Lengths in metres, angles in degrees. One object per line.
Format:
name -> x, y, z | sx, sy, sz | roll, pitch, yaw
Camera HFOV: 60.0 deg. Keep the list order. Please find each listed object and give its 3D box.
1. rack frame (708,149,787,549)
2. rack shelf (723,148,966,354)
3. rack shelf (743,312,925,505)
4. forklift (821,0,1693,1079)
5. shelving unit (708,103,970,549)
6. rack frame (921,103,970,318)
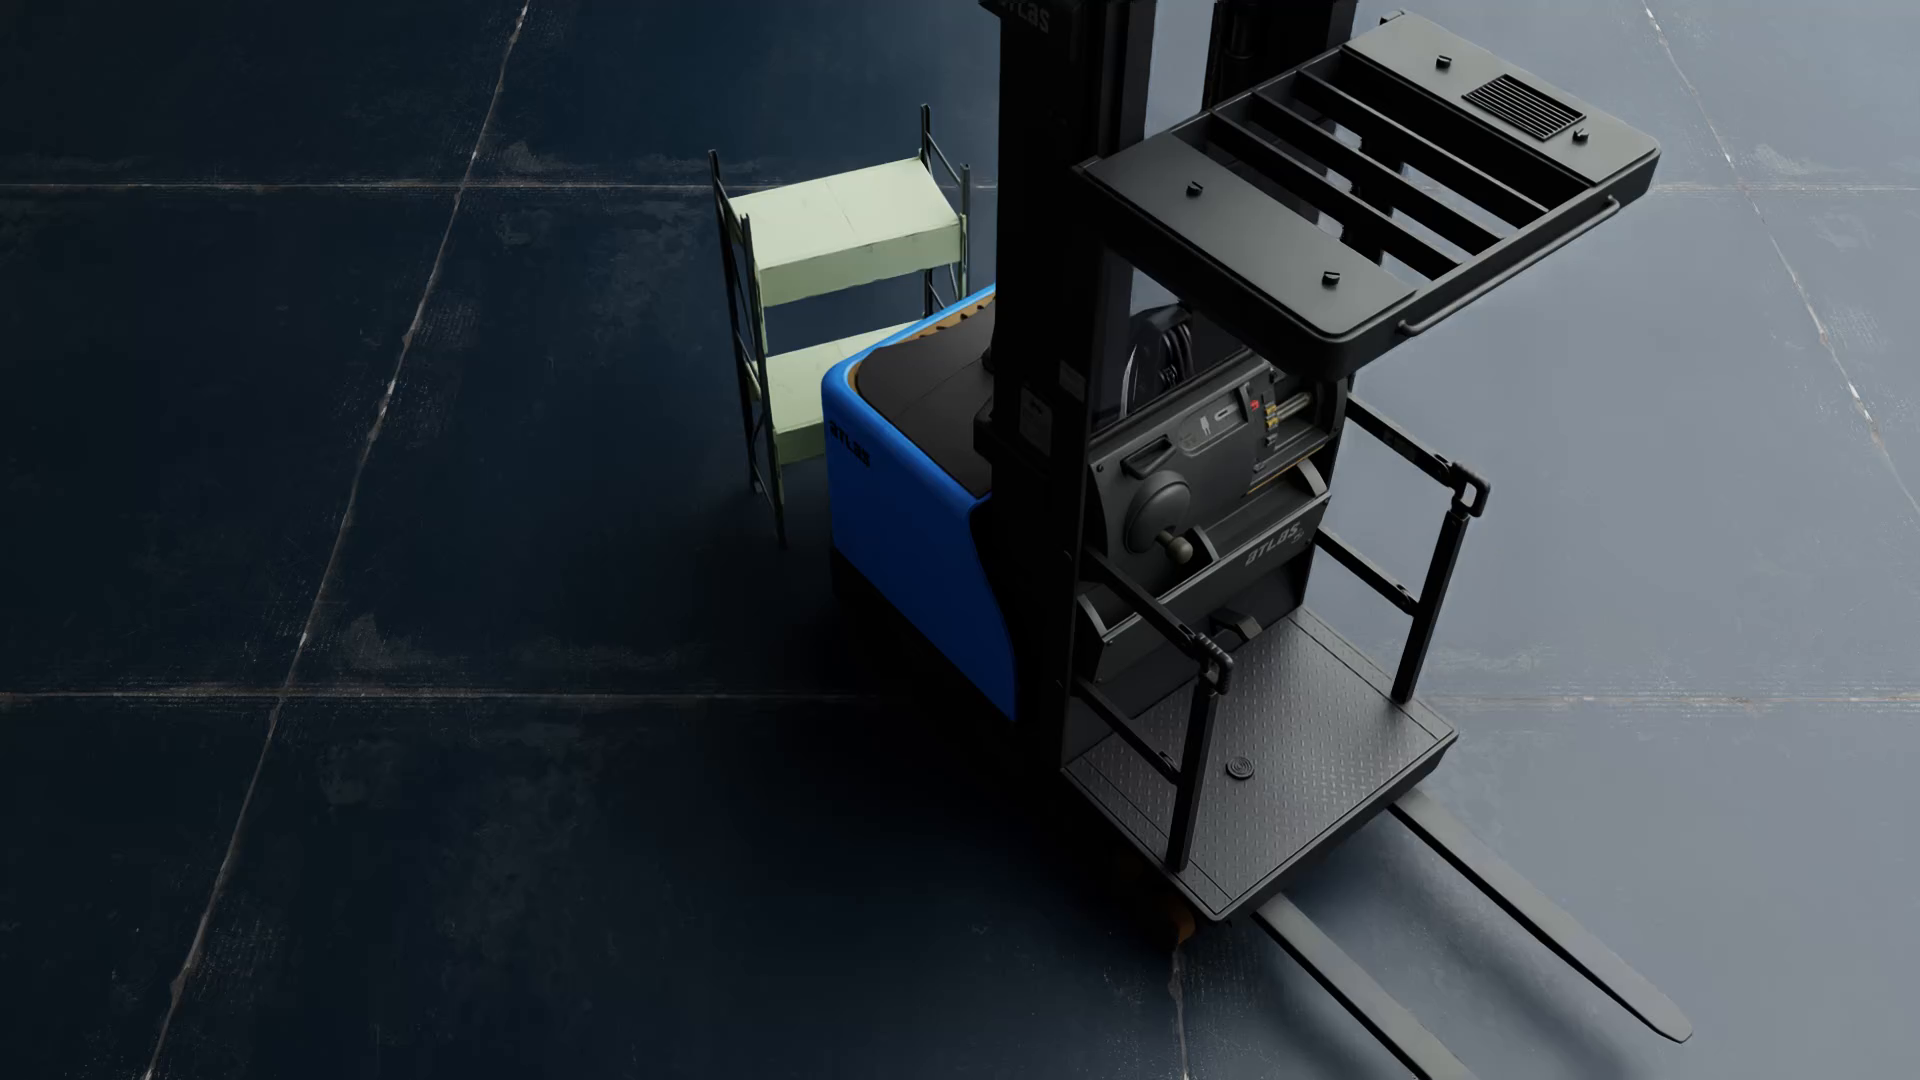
rack frame -> -0.731, -0.615, 5.797 | 0.023, 1.500, 0.400 | -16, 49, -14
rack shelf -> -0.390, -0.978, 5.602 | 0.720, 0.370, 0.431 | -16, 49, -14
rack shelf -> -0.390, -0.490, 6.127 | 0.720, 0.370, 0.431 | -16, 49, -14
forklift -> 0.852, -0.180, 4.415 | 1.130, 2.935, 3.031 | -30, 54, -25
shelving unit -> -0.390, -0.712, 5.888 | 0.755, 1.500, 0.431 | -16, 49, -14
rack frame -> -0.049, -0.809, 5.979 | 0.023, 1.500, 0.400 | -16, 49, -14
